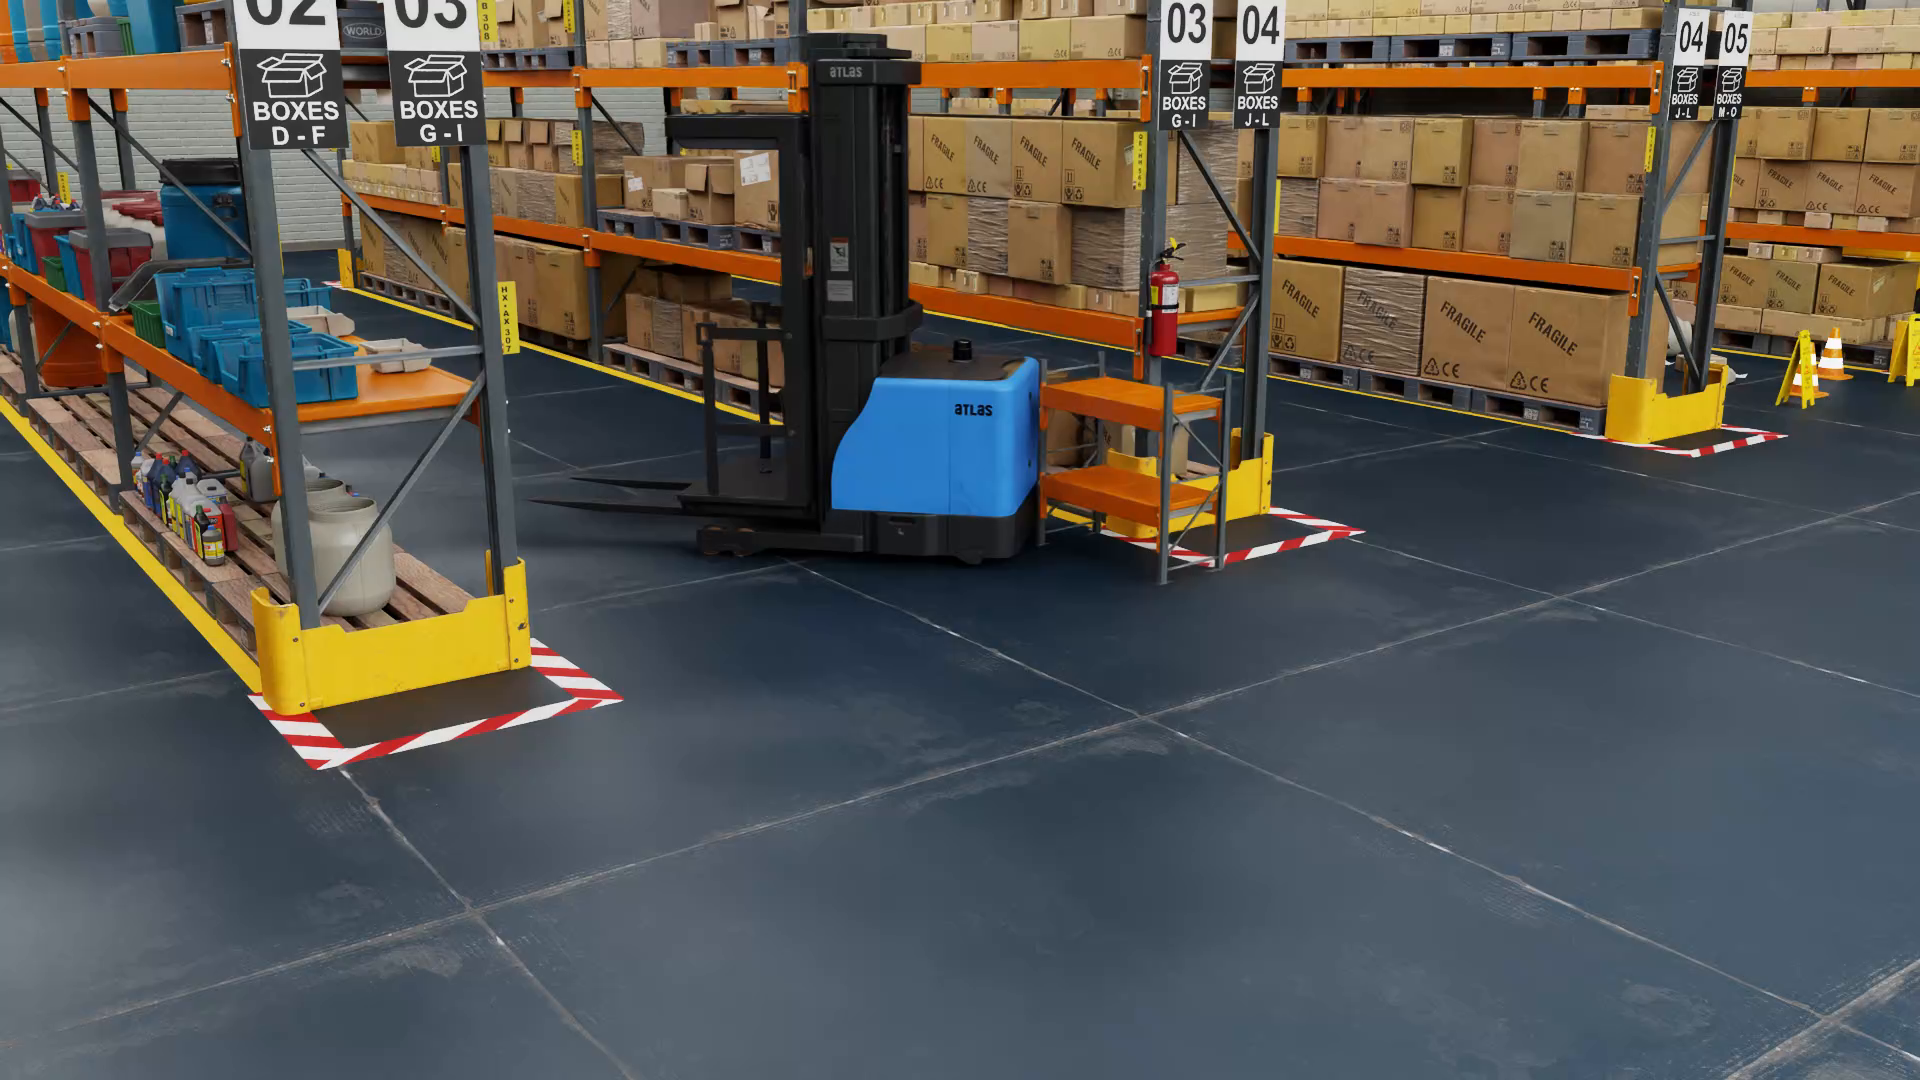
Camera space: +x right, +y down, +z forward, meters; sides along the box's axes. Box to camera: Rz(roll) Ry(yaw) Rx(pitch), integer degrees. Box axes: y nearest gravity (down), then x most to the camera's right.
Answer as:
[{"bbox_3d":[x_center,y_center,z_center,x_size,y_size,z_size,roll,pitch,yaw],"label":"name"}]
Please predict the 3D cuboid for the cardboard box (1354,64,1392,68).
[{"bbox_3d":[5.361,-6.097,20.798,0.700,0.500,0.500,-11,19,-35],"label":"cardboard box"}]

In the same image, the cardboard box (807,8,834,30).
[{"bbox_3d":[-0.911,-3.863,12.354,0.380,0.149,0.250,-12,19,-36],"label":"cardboard box"}]

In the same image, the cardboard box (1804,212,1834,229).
[{"bbox_3d":[8.575,-3.168,16.445,0.380,0.149,0.250,-10,18,-34],"label":"cardboard box"}]

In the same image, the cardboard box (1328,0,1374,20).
[{"bbox_3d":[3.578,-4.675,14.528,0.500,0.250,0.500,-11,19,-35],"label":"cardboard box"}]

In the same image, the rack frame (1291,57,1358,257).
[{"bbox_3d":[4.812,-4.806,21.952,1.000,3.000,0.127,-11,19,-35],"label":"rack frame"}]

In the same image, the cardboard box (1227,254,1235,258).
[{"bbox_3d":[2.217,-2.604,17.375,1.050,0.750,0.750,-11,19,-35],"label":"cardboard box"}]

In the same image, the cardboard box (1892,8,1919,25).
[{"bbox_3d":[8.957,-4.895,15.562,0.380,0.149,0.250,-10,18,-34],"label":"cardboard box"}]

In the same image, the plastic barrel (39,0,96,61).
[{"bbox_3d":[-5.333,-3.408,10.214,0.600,0.901,0.708,-11,19,-35],"label":"plastic barrel"}]

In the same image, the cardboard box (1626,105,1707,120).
[{"bbox_3d":[7.529,-4.385,17.770,0.700,0.500,0.500,-11,19,-34],"label":"cardboard box"}]

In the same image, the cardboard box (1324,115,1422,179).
[{"bbox_3d":[3.825,-3.571,15.113,0.875,0.550,0.550,-11,19,-35],"label":"cardboard box"}]

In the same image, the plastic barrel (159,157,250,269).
[{"bbox_3d":[-4.841,-2.016,10.810,0.600,0.901,0.708,-11,19,-35],"label":"plastic barrel"}]

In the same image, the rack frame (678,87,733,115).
[{"bbox_3d":[-3.837,-5.724,25.308,1.000,3.000,0.127,-11,19,-35],"label":"rack frame"}]

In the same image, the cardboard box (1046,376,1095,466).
[{"bbox_3d":[0.767,-0.814,11.309,0.500,0.500,0.500,-6,16,-20],"label":"cardboard box"}]

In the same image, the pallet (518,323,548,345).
[{"bbox_3d":[-4.320,-2.363,18.309,1.003,0.211,1.213,-11,19,-35],"label":"pallet"}]

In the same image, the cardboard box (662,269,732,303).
[{"bbox_3d":[-2.466,-2.386,15.591,0.500,0.250,0.500,-8,17,-28],"label":"cardboard box"}]

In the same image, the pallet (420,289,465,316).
[{"bbox_3d":[-5.940,-2.951,20.459,1.003,0.211,1.213,-11,19,-35],"label":"pallet"}]

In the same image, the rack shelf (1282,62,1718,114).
[{"bbox_3d":[4.395,-3.834,14.084,1.077,0.370,4.000,-11,19,-35],"label":"rack shelf"}]

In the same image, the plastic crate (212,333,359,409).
[{"bbox_3d":[-3.043,-0.779,7.522,0.499,0.251,0.616,-11,19,-35],"label":"plastic crate"}]

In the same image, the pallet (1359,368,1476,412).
[{"bbox_3d":[4.324,-1.381,14.723,1.003,0.211,1.213,-11,19,-35],"label":"pallet"}]

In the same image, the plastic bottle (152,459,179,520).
[{"bbox_3d":[-4.609,-0.302,9.682,0.144,0.351,0.185,-12,19,-37],"label":"plastic bottle"}]

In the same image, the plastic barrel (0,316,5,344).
[{"bbox_3d":[-9.257,-2.424,16.432,0.600,0.901,0.708,-11,19,-35],"label":"plastic barrel"}]

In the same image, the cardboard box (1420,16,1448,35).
[{"bbox_3d":[4.052,-4.283,13.851,0.380,0.149,0.250,-11,19,-34],"label":"cardboard box"}]

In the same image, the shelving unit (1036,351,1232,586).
[{"bbox_3d":[0.978,-0.439,9.551,0.538,1.125,1.048,-12,19,-37],"label":"shelving unit"}]

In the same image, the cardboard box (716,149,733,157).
[{"bbox_3d":[-3.183,-5.560,23.956,0.500,0.500,0.500,-11,19,-34],"label":"cardboard box"}]

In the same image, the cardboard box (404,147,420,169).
[{"bbox_3d":[-6.334,-4.719,19.935,0.500,0.500,0.500,-11,19,-34],"label":"cardboard box"}]

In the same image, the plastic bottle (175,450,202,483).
[{"bbox_3d":[-4.603,-0.365,9.911,0.144,0.351,0.185,-11,19,-35],"label":"plastic bottle"}]

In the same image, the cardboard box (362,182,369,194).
[{"bbox_3d":[-7.509,-4.563,21.541,0.380,0.149,0.250,-11,19,-35],"label":"cardboard box"}]

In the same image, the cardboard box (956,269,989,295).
[{"bbox_3d":[0.198,-1.771,11.340,0.380,0.149,0.250,-11,19,-35],"label":"cardboard box"}]

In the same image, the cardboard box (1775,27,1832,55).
[{"bbox_3d":[8.393,-4.900,16.337,0.500,0.250,0.500,-10,18,-33],"label":"cardboard box"}]

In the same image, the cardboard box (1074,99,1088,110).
[{"bbox_3d":[1.954,-6.593,25.169,0.380,0.149,0.250,-10,18,-33],"label":"cardboard box"}]

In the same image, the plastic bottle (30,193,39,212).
[{"bbox_3d":[-8.874,-3.161,16.037,0.144,0.351,0.185,-11,19,-35],"label":"plastic bottle"}]

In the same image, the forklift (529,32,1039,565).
[{"bbox_3d":[-1.079,-1.448,9.816,3.031,2.935,1.130,3,16,11],"label":"forklift"}]

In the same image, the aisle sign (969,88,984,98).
[{"bbox_3d":[0.316,-7.831,28.083,0.394,0.787,0.004,-11,19,-35],"label":"aisle sign"}]

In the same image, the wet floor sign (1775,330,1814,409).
[{"bbox_3d":[7.189,-1.473,14.236,0.232,0.644,0.267,14,21,42],"label":"wet floor sign"}]

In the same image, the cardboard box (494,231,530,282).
[{"bbox_3d":[-4.638,-2.975,18.493,1.225,0.875,0.875,-12,19,-36],"label":"cardboard box"}]

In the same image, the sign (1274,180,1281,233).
[{"bbox_3d":[1.938,-2.061,10.284,0.100,0.325,0.005,-11,19,-35],"label":"sign"}]

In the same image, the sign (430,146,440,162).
[{"bbox_3d":[-6.004,-4.491,19.012,0.100,0.325,0.005,-11,19,-35],"label":"sign"}]

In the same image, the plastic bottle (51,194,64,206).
[{"bbox_3d":[-8.649,-3.144,15.975,0.144,0.351,0.185,-11,19,-35],"label":"plastic bottle"}]

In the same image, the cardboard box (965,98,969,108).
[{"bbox_3d":[0.304,-7.194,27.365,0.380,0.149,0.250,-10,18,-33],"label":"cardboard box"}]

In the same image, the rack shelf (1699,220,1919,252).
[{"bbox_3d":[8.339,-3.177,17.366,1.077,0.370,4.000,-11,19,-35],"label":"rack shelf"}]

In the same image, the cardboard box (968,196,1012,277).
[{"bbox_3d":[0.548,-2.074,11.220,0.875,0.500,0.500,-11,19,-35],"label":"cardboard box"}]

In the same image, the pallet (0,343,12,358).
[{"bbox_3d":[-9.143,-1.837,16.387,1.003,0.211,1.213,-11,19,-35],"label":"pallet"}]

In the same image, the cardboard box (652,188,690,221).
[{"bbox_3d":[-2.405,-3.004,14.859,0.500,0.250,0.500,-12,19,-36],"label":"cardboard box"}]

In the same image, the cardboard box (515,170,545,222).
[{"bbox_3d":[-4.291,-3.600,17.359,0.500,0.500,0.500,-12,19,-36],"label":"cardboard box"}]

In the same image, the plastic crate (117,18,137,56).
[{"bbox_3d":[-4.151,-2.610,8.649,0.336,0.188,0.450,-11,19,-35],"label":"plastic crate"}]

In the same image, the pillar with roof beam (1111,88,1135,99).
[{"bbox_3d":[-0.218,-10.226,30.393,9.100,9.000,0.400,-11,19,-35],"label":"pillar with roof beam"}]

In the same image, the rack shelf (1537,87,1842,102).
[{"bbox_3d":[10.000,-6.250,22.909,1.077,0.370,4.000,-11,19,-35],"label":"rack shelf"}]

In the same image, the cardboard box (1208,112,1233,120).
[{"bbox_3d":[3.701,-5.621,22.849,0.500,0.500,0.500,-11,19,-34],"label":"cardboard box"}]

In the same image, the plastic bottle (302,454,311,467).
[{"bbox_3d":[-3.944,-0.376,9.954,0.144,0.351,0.185,-11,19,-35],"label":"plastic bottle"}]

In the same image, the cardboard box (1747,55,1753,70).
[{"bbox_3d":[8.056,-4.843,16.881,0.380,0.149,0.250,-11,19,-34],"label":"cardboard box"}]

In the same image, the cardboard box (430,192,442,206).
[{"bbox_3d":[-6.000,-4.015,19.538,0.380,0.149,0.250,-11,19,-34],"label":"cardboard box"}]

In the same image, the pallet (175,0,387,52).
[{"bbox_3d":[-2.914,-2.338,7.612,1.003,0.211,1.213,-11,19,-35],"label":"pallet"}]

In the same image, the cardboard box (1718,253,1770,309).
[{"bbox_3d":[8.233,-2.686,17.200,0.500,0.500,0.500,-11,19,-36],"label":"cardboard box"}]

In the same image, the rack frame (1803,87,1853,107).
[{"bbox_3d":[11.176,-4.723,21.650,1.000,3.000,0.127,-11,19,-35],"label":"rack frame"}]

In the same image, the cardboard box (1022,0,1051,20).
[{"bbox_3d":[0.609,-3.302,10.305,0.380,0.149,0.250,-11,19,-34],"label":"cardboard box"}]

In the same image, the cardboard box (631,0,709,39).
[{"bbox_3d":[-2.539,-4.648,14.558,0.500,0.500,0.500,-12,19,-36],"label":"cardboard box"}]
